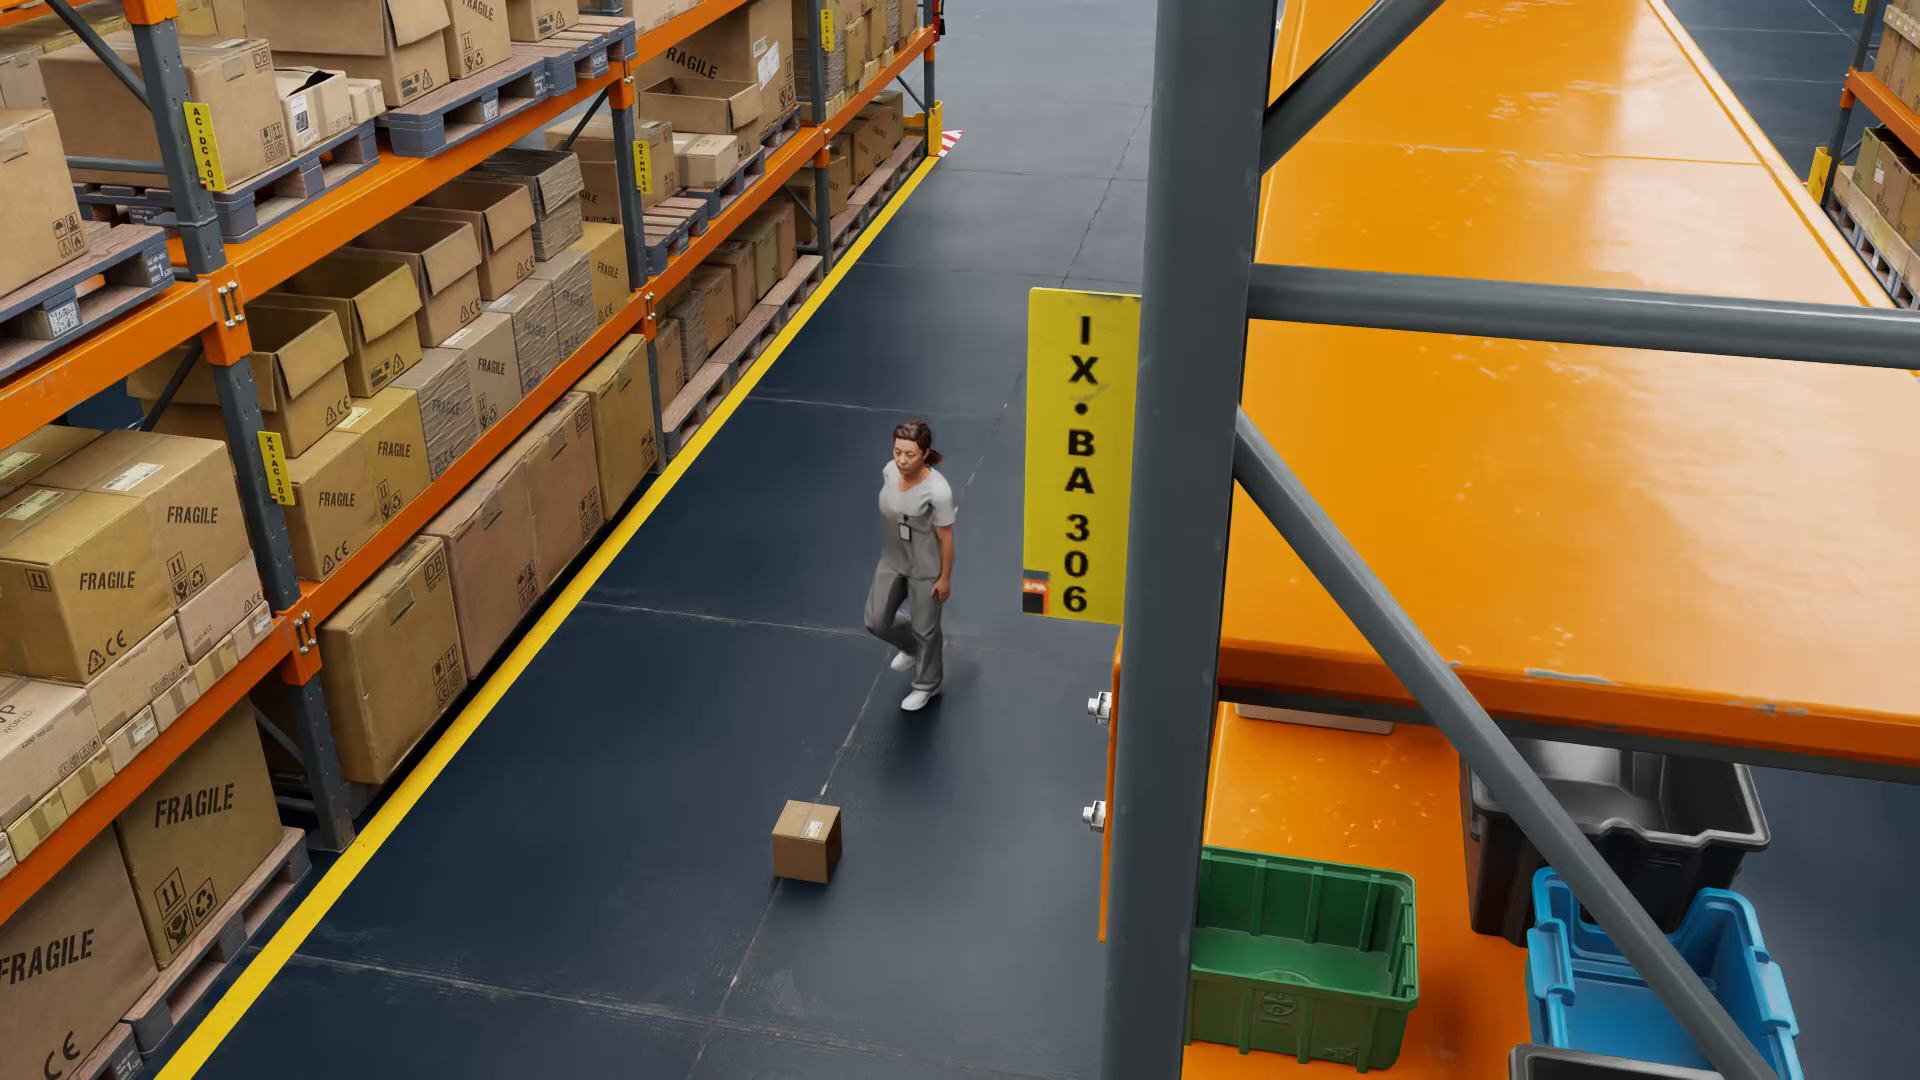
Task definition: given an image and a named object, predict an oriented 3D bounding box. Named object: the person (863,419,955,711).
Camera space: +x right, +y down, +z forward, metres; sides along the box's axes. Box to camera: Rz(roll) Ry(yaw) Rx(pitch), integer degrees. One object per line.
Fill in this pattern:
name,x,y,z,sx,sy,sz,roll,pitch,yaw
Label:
person,-0.200,0.112,8.396,0.502,1.663,0.485,20,35,32
